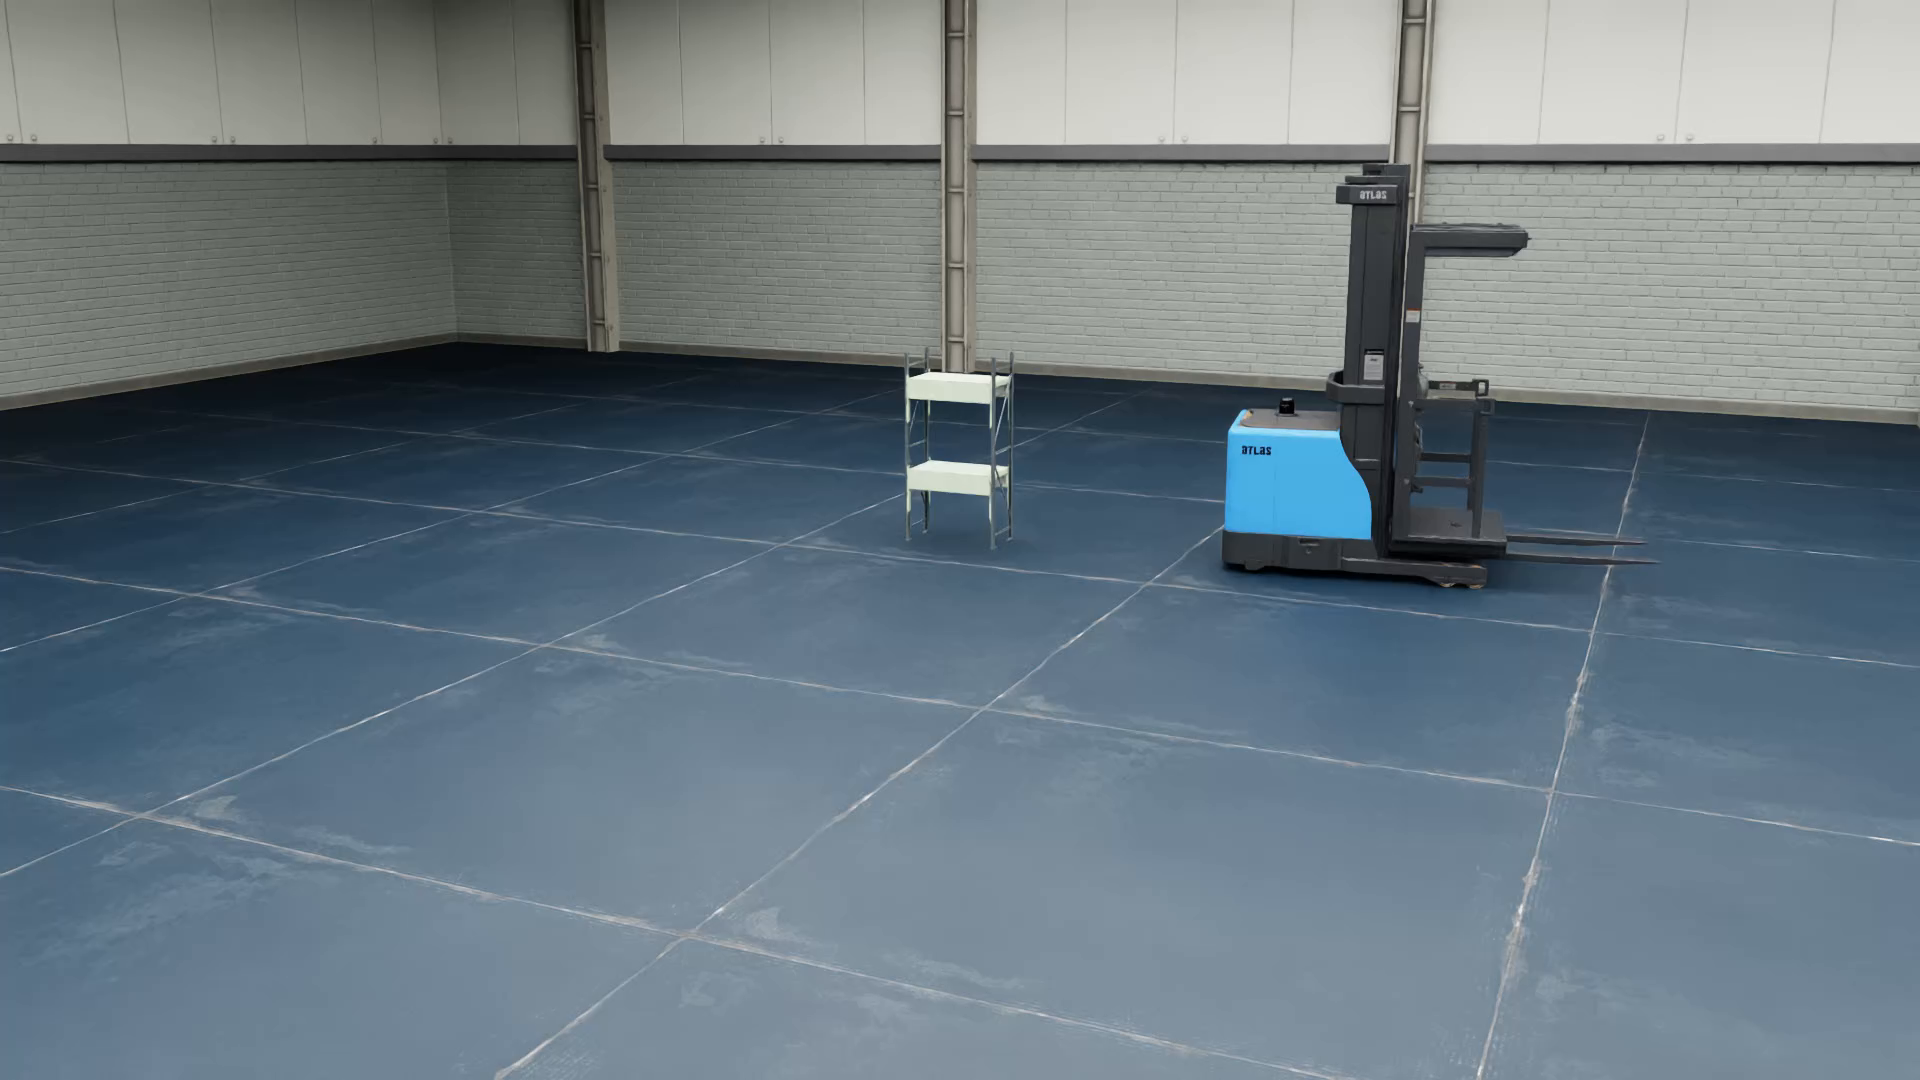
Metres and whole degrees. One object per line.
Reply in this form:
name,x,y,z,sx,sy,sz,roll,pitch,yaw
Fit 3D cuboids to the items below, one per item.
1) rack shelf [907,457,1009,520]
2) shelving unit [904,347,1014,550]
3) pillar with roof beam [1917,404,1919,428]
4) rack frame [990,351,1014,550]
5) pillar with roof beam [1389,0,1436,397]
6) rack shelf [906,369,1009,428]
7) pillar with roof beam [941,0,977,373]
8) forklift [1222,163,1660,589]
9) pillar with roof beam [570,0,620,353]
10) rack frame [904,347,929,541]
rack shelf,-0.006,-0.413,13.161,0.720,0.370,0.431,6,14,23
shelving unit,-0.006,-0.731,13.086,0.755,1.500,0.431,6,14,23
pillar with roof beam,9.211,-4.740,13.755,0.400,9.000,9.100,6,14,23
rack frame,0.329,-0.697,12.942,0.023,1.500,0.400,6,14,23
pillar with roof beam,3.725,-5.295,16.121,0.400,9.000,9.100,6,14,23
rack shelf,-0.006,-1.111,12.997,0.720,0.370,0.431,6,14,23
pillar with roof beam,-1.761,-5.850,18.487,0.400,9.000,9.100,6,14,23
forklift,3.510,-1.215,12.017,3.031,2.935,1.130,3,14,14
pillar with roof beam,-7.246,-6.405,20.853,0.400,9.000,9.100,6,14,23
rack frame,-0.341,-0.765,13.230,0.023,1.500,0.400,6,14,23
